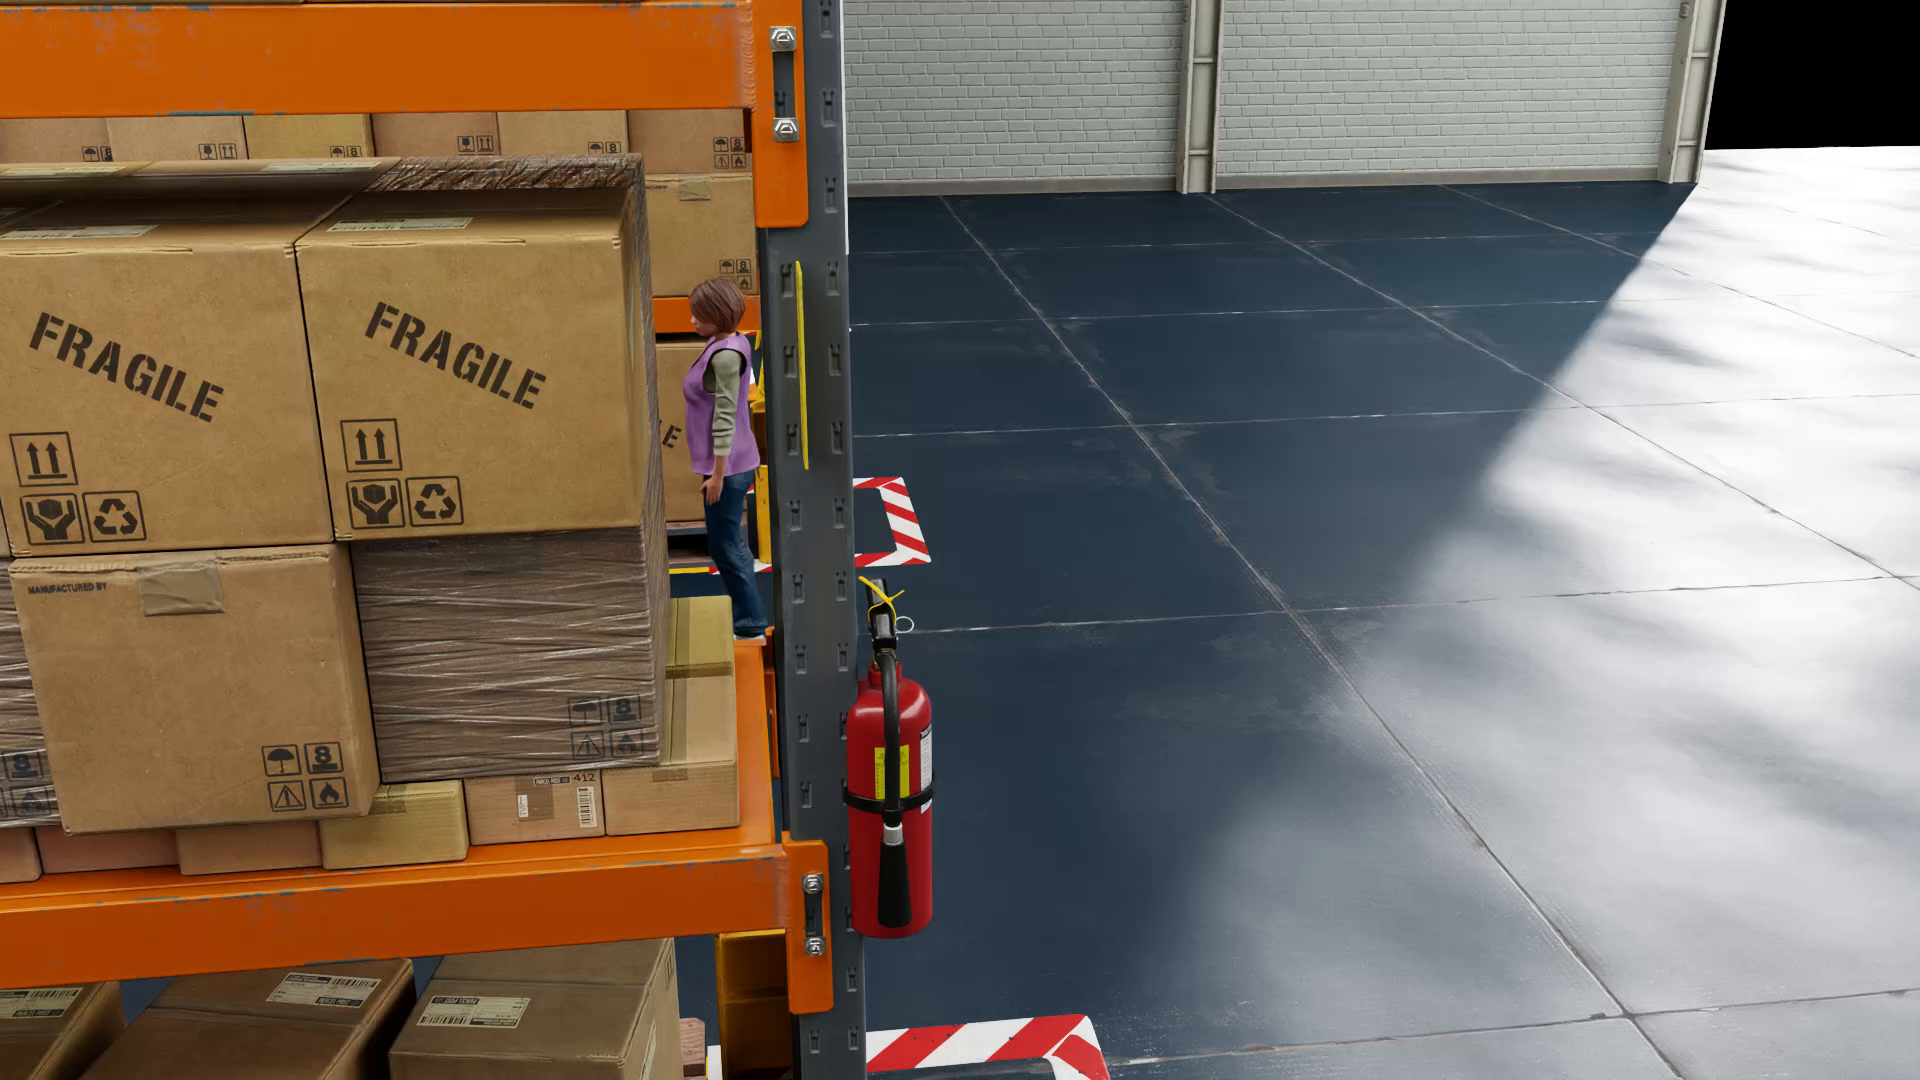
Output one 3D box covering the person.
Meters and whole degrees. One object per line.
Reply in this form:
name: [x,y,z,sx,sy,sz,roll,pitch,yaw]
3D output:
person: [-0.974,-0.288,6.895,0.303,1.604,0.407,-2,20,-6]
